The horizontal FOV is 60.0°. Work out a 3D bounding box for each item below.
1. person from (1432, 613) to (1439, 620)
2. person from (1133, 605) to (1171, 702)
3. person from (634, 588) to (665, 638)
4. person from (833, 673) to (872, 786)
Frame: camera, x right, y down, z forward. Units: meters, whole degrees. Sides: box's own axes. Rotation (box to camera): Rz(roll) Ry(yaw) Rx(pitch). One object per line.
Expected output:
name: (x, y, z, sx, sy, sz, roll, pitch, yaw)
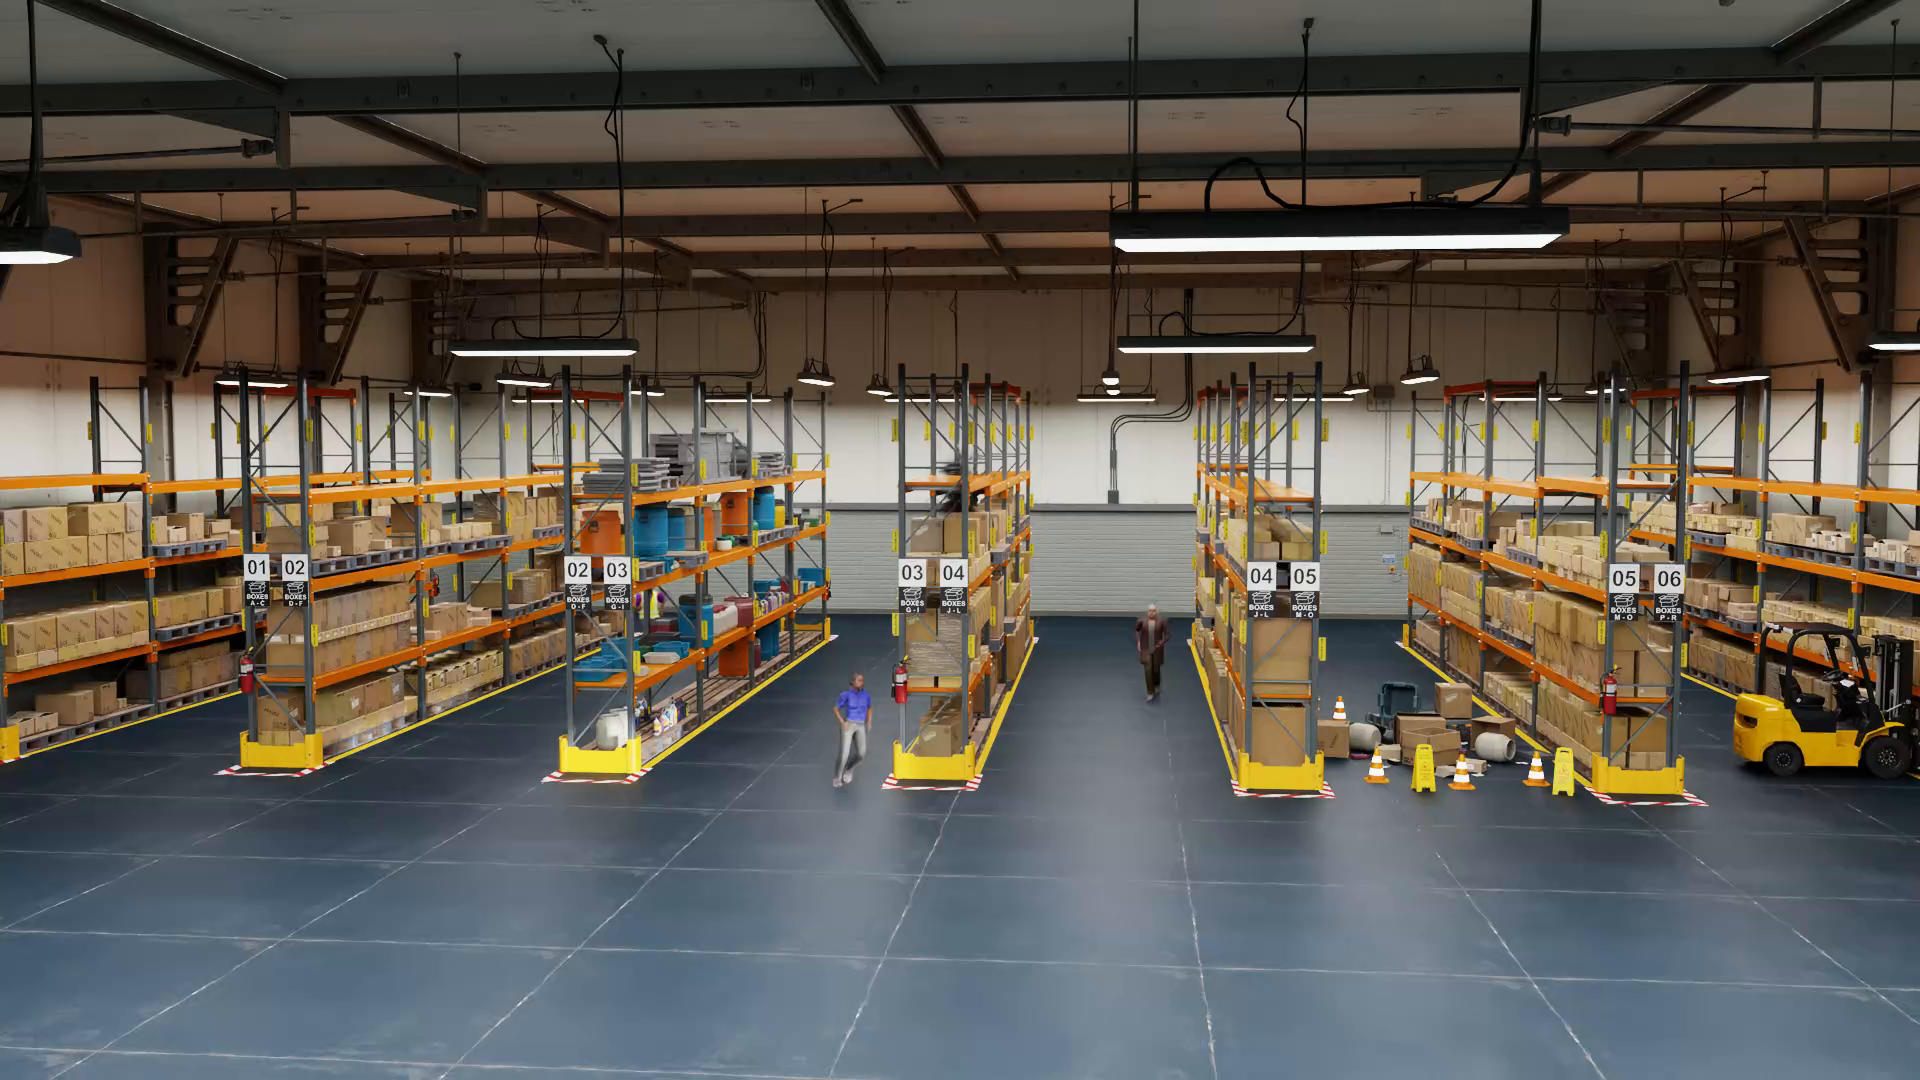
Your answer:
person: (11.723, 1.560, 40.180, 0.647, 1.786, 0.732, 3, 5, 37)
person: (3.625, 2.111, 31.415, 0.721, 1.779, 0.880, 1, 4, 8)
person: (-6.836, 1.750, 36.506, 0.695, 1.771, 0.962, -1, 4, -9)
person: (-1.484, 2.690, 23.603, 0.636, 1.601, 0.545, -2, 4, -23)
